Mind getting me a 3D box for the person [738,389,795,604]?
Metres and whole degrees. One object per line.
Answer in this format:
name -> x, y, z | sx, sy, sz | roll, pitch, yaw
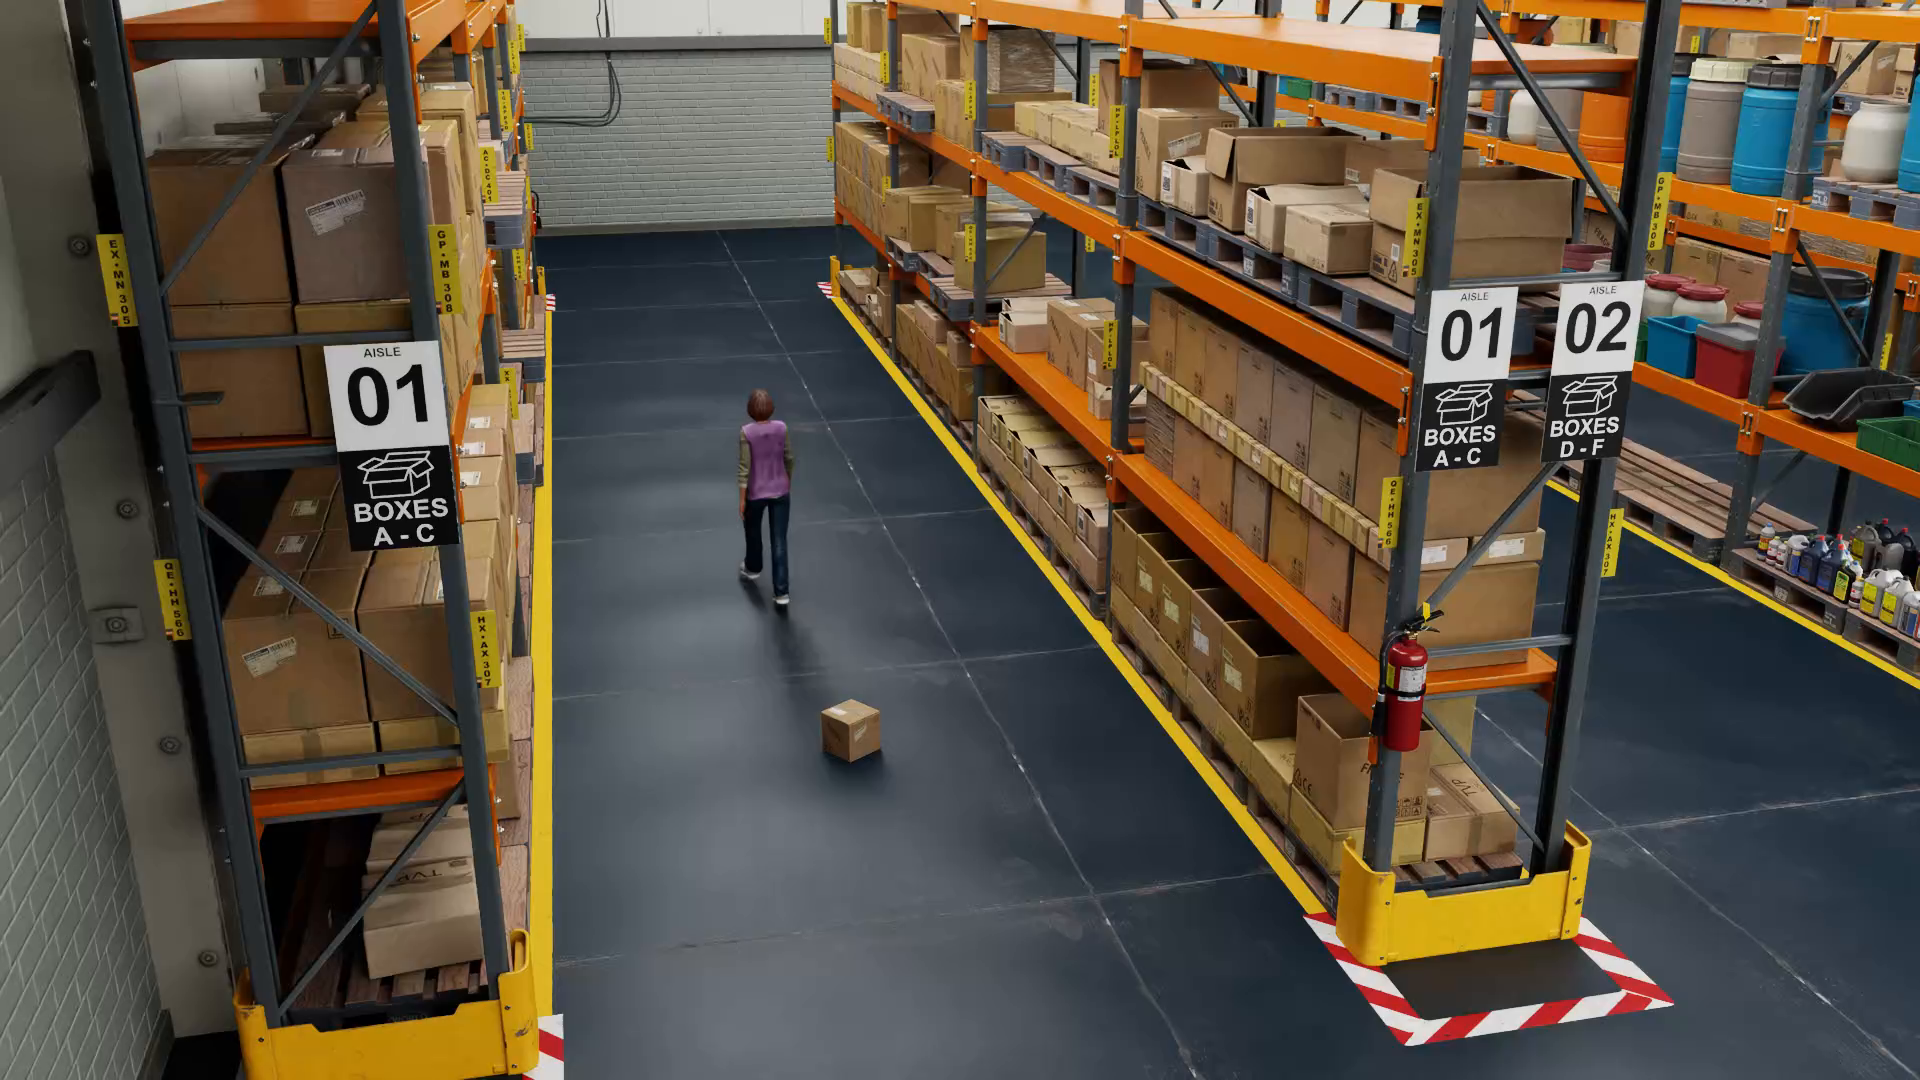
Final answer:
person -> -1.414, -0.370, 12.075 | 0.442, 1.537, 0.934 | -6, 21, -16
